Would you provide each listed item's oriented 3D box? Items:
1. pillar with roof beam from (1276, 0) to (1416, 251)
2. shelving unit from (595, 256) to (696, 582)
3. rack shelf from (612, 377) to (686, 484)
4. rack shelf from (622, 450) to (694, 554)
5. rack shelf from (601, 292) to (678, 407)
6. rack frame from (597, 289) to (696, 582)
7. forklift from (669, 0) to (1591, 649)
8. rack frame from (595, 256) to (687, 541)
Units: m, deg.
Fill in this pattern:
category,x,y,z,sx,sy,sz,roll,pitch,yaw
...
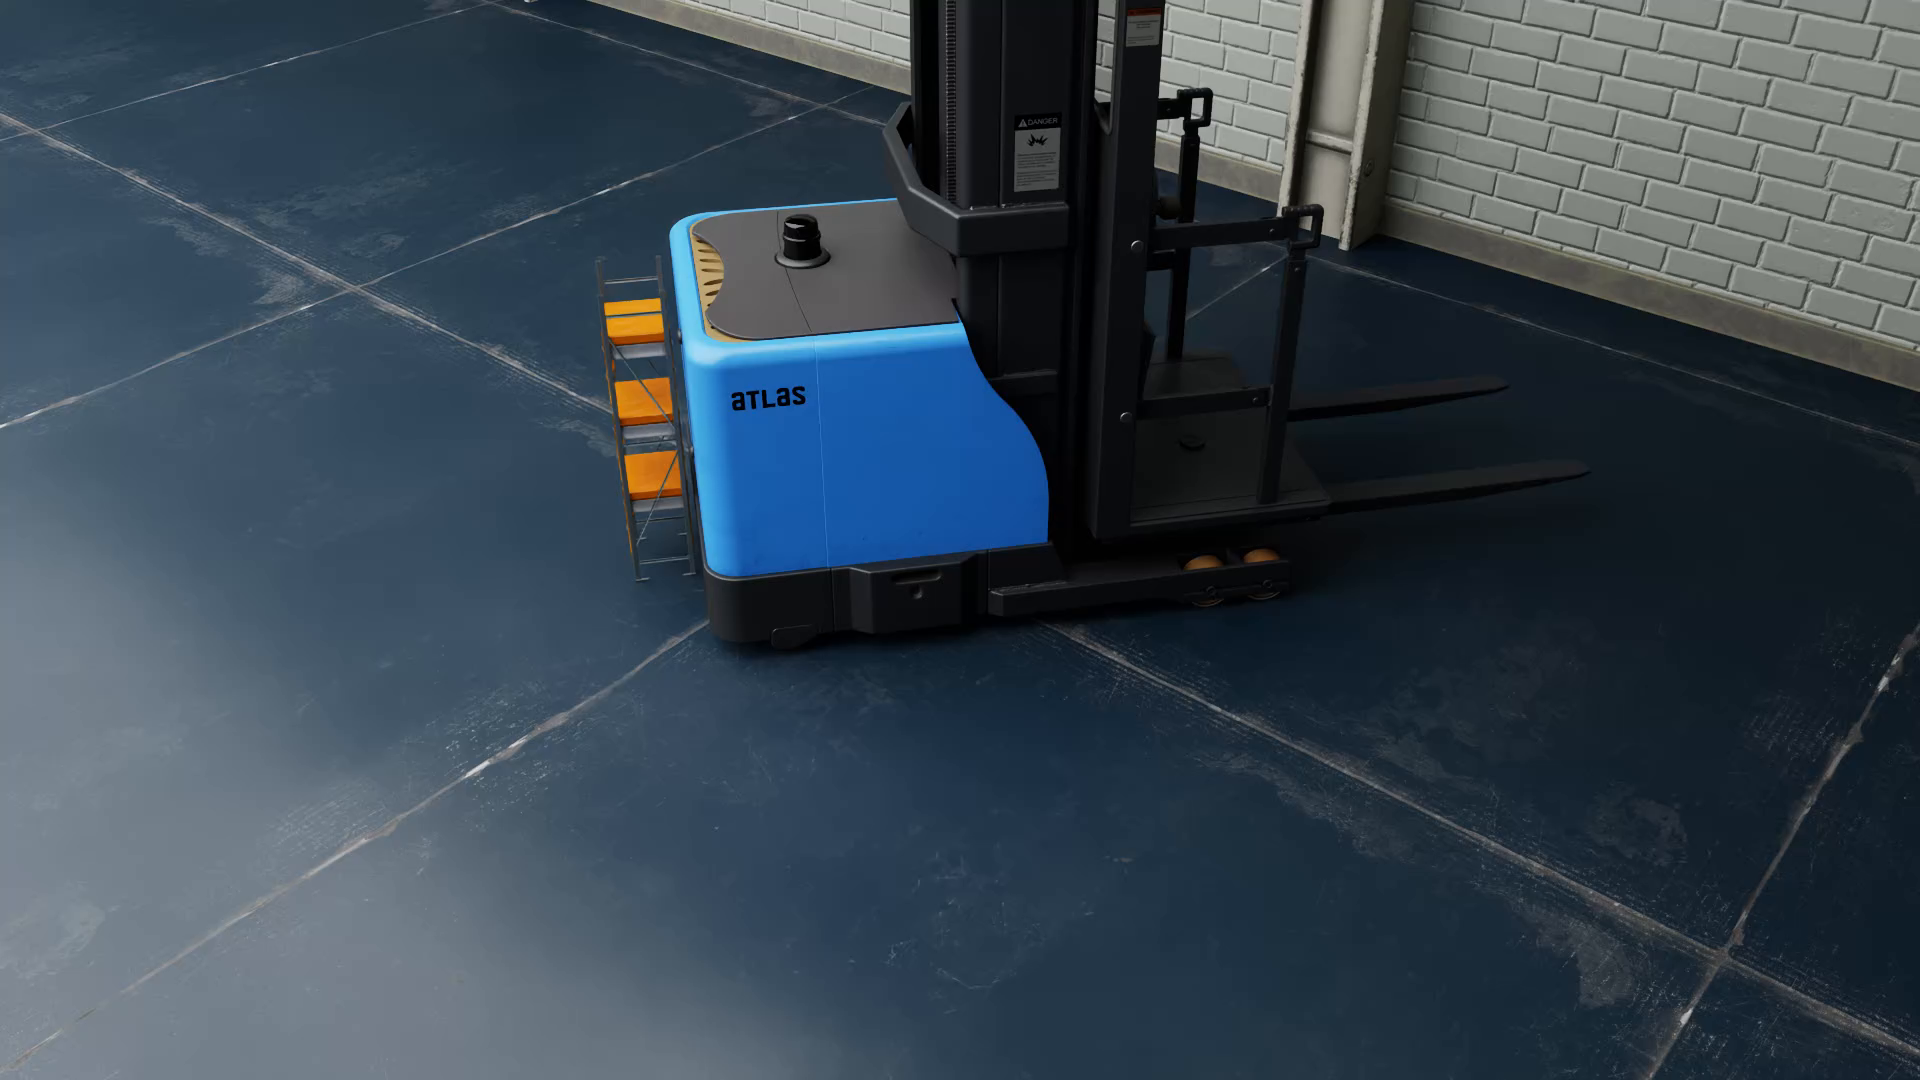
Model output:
category,x,y,z,sx,sy,sz,roll,pitch,yaw
pillar with roof beam,-1.009,-3.312,2.623,0.400,9.000,9.100,25,42,32
shelving unit,-1.008,-0.374,5.367,0.215,1.050,0.252,-6,35,-9
rack shelf,-1.008,-0.365,5.373,0.215,0.259,0.240,-6,35,-9
rack shelf,-1.008,-0.136,5.531,0.215,0.259,0.240,-6,35,-9
rack shelf,-1.008,-0.599,5.213,0.215,0.259,0.240,-6,35,-9
rack frame,-0.984,-0.306,5.269,0.200,1.050,0.008,-6,35,-9
forklift,0.618,-1.278,5.022,3.031,2.935,1.130,-6,35,-9
rack frame,-1.032,-0.442,5.466,0.200,1.050,0.008,-6,35,-9
